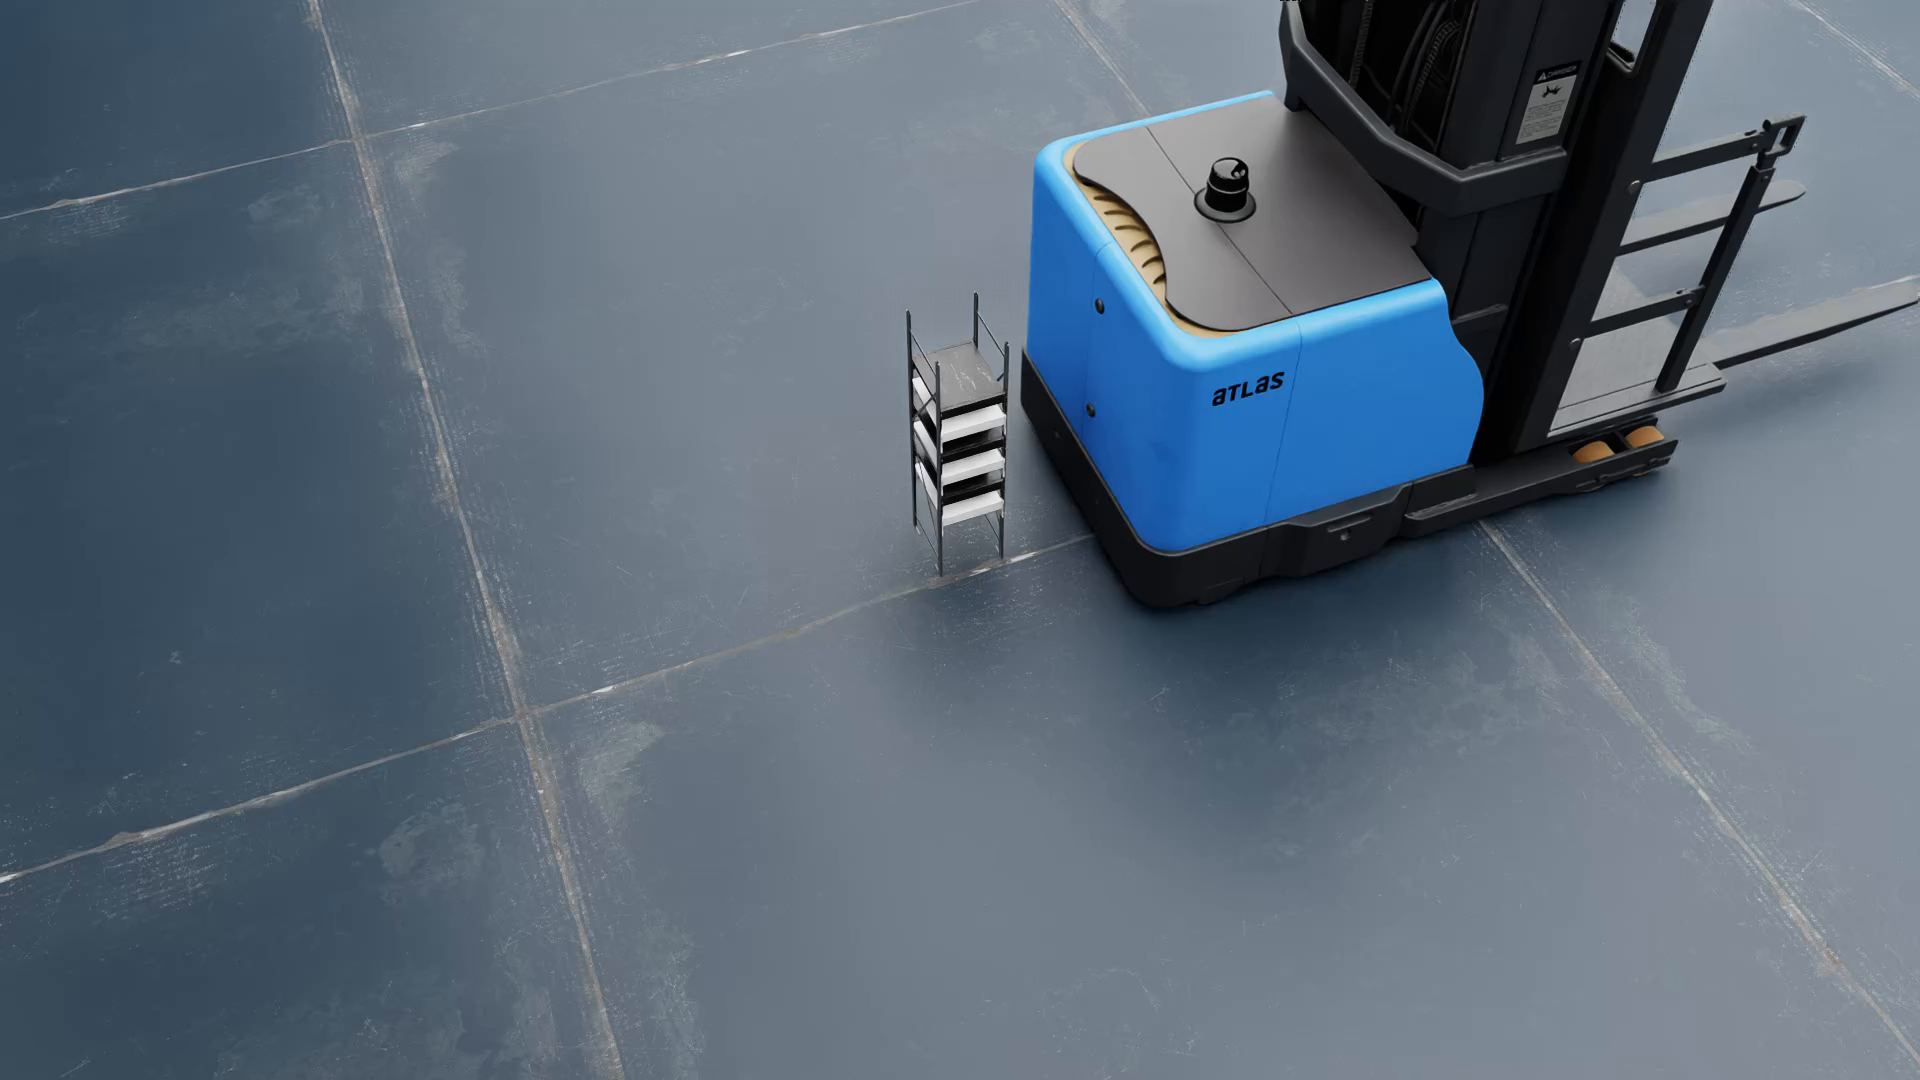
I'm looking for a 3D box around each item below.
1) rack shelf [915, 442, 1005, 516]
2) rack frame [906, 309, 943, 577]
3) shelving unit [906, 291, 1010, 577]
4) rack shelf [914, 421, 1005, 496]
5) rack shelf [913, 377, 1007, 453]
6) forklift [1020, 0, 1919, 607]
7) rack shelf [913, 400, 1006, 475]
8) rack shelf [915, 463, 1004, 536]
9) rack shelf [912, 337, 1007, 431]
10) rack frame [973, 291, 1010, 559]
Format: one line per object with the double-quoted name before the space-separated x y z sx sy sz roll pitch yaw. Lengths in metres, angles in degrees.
"rack shelf" -0.008 -0.211 5.000 0.200 0.077 0.258 -17 52 -14
"rack frame" -0.102 -0.262 4.882 0.006 0.900 0.240 -17 52 -14
"shelving unit" -0.008 -0.291 4.907 0.210 0.900 0.258 -17 52 -14
"rack shelf" -0.008 -0.269 4.932 0.200 0.077 0.258 -17 52 -14
"rack shelf" -0.008 -0.386 4.795 0.200 0.077 0.258 -17 52 -14
"forklift" 1.771 -1.470 4.580 3.031 2.935 1.130 -16 51 -14
"rack shelf" -0.008 -0.328 4.864 0.200 0.077 0.258 -17 52 -14
"rack shelf" -0.008 -0.152 5.068 0.200 0.077 0.258 -17 52 -14
"rack shelf" -0.008 -0.445 4.727 0.200 0.077 0.258 -17 52 -14
"rack frame" 0.087 -0.320 4.932 0.006 0.900 0.240 -17 52 -14
